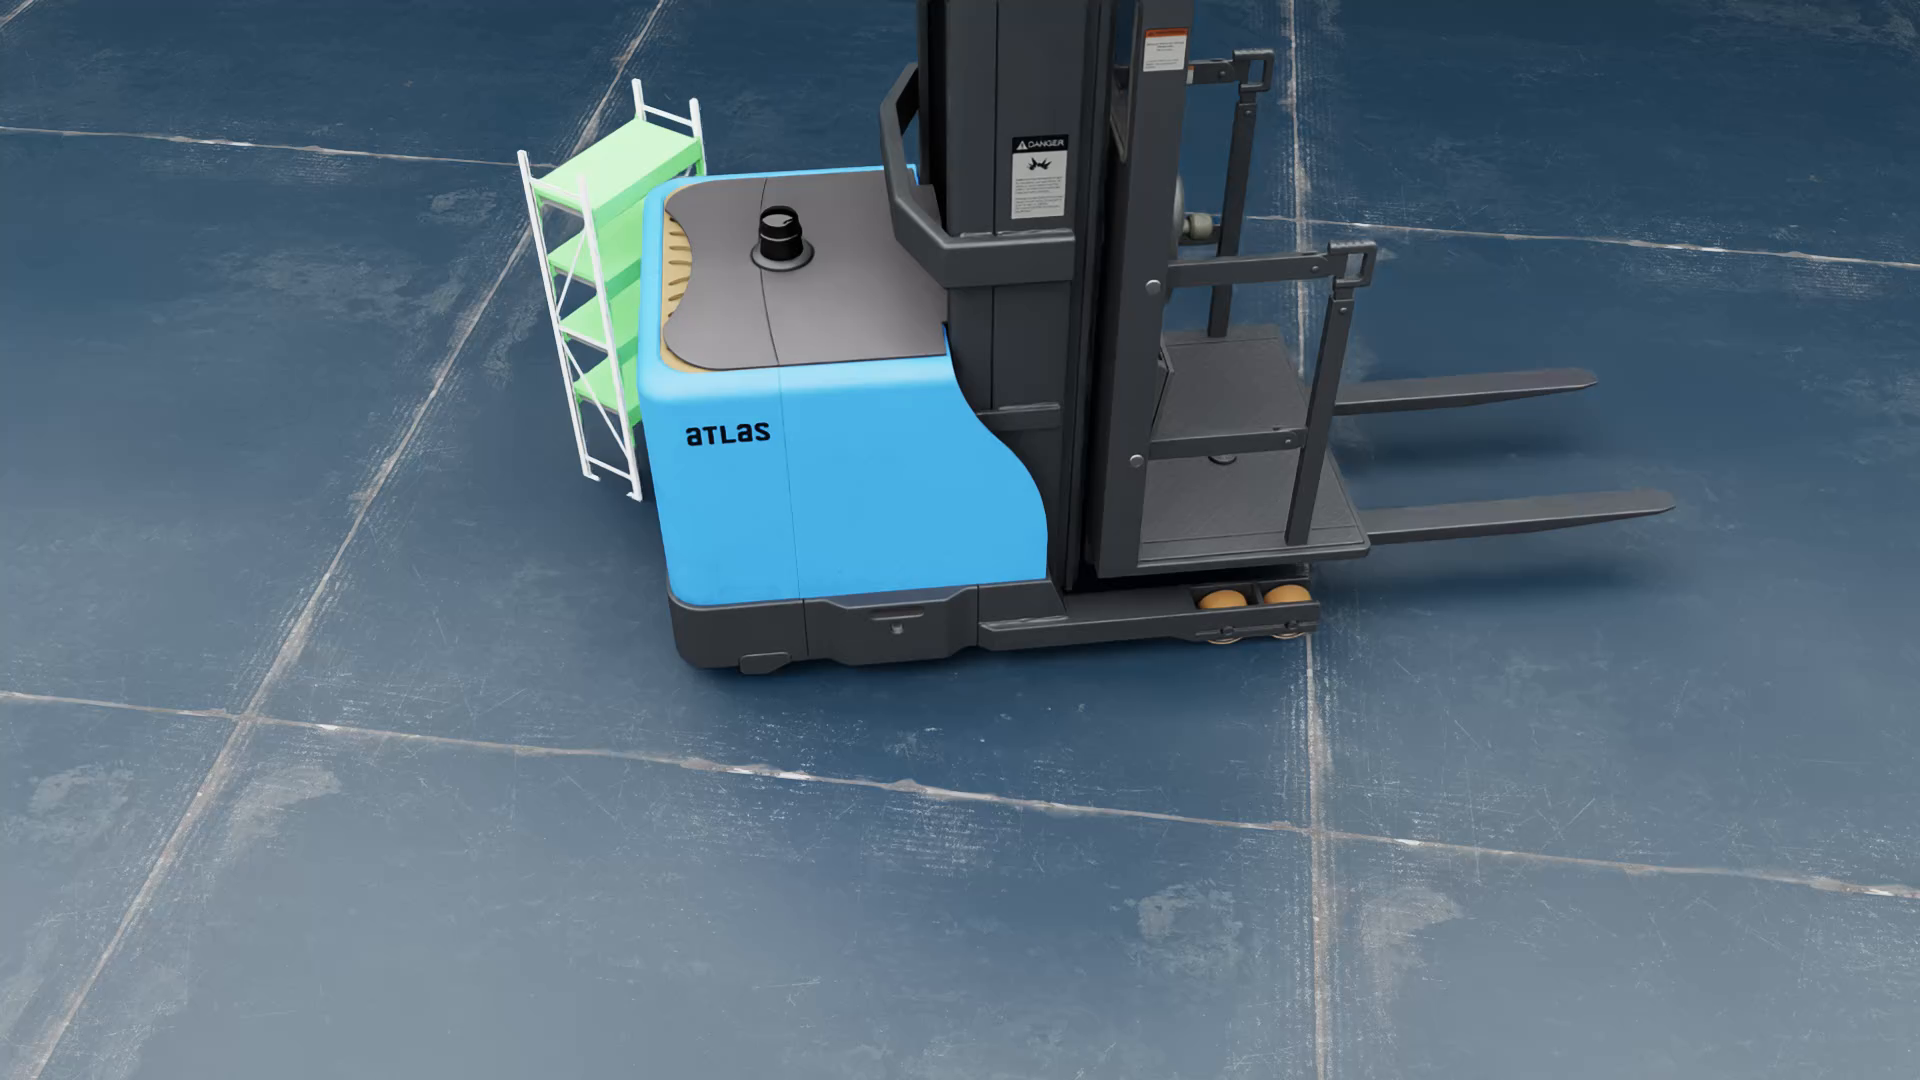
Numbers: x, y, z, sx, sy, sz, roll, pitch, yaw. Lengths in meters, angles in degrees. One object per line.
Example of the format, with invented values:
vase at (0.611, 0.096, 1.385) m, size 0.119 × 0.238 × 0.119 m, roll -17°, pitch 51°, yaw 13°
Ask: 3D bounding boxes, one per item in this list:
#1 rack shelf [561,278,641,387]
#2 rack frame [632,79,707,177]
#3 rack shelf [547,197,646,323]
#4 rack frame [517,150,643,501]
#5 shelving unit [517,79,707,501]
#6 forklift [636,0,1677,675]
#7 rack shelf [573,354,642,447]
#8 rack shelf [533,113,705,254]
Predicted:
rack shelf at (-1.002, -0.704, 5.213) m, size 0.258 × 0.148 × 0.480 m, roll 24°, pitch 48°, yaw 23°
rack frame at (-0.871, -0.892, 5.319) m, size 0.240 × 1.200 × 0.015 m, roll 24°, pitch 48°, yaw 23°
rack shelf at (-1.002, -0.878, 5.048) m, size 0.258 × 0.148 × 0.480 m, roll 24°, pitch 48°, yaw 23°
rack frame at (-1.133, -0.609, 5.020) m, size 0.240 × 1.200 × 0.015 m, roll 24°, pitch 48°, yaw 23°
shelving unit at (-1.002, -0.750, 5.169) m, size 0.258 × 1.200 × 0.503 m, roll 24°, pitch 48°, yaw 23°
forklift at (0.633, -1.115, 4.295) m, size 3.031 × 2.935 × 1.130 m, roll -5°, pitch 44°, yaw -5°
rack shelf at (-1.002, -0.529, 5.378) m, size 0.258 × 0.148 × 0.480 m, roll 24°, pitch 48°, yaw 23°
rack shelf at (-1.002, -1.052, 4.883) m, size 0.258 × 0.148 × 0.480 m, roll 24°, pitch 48°, yaw 23°
